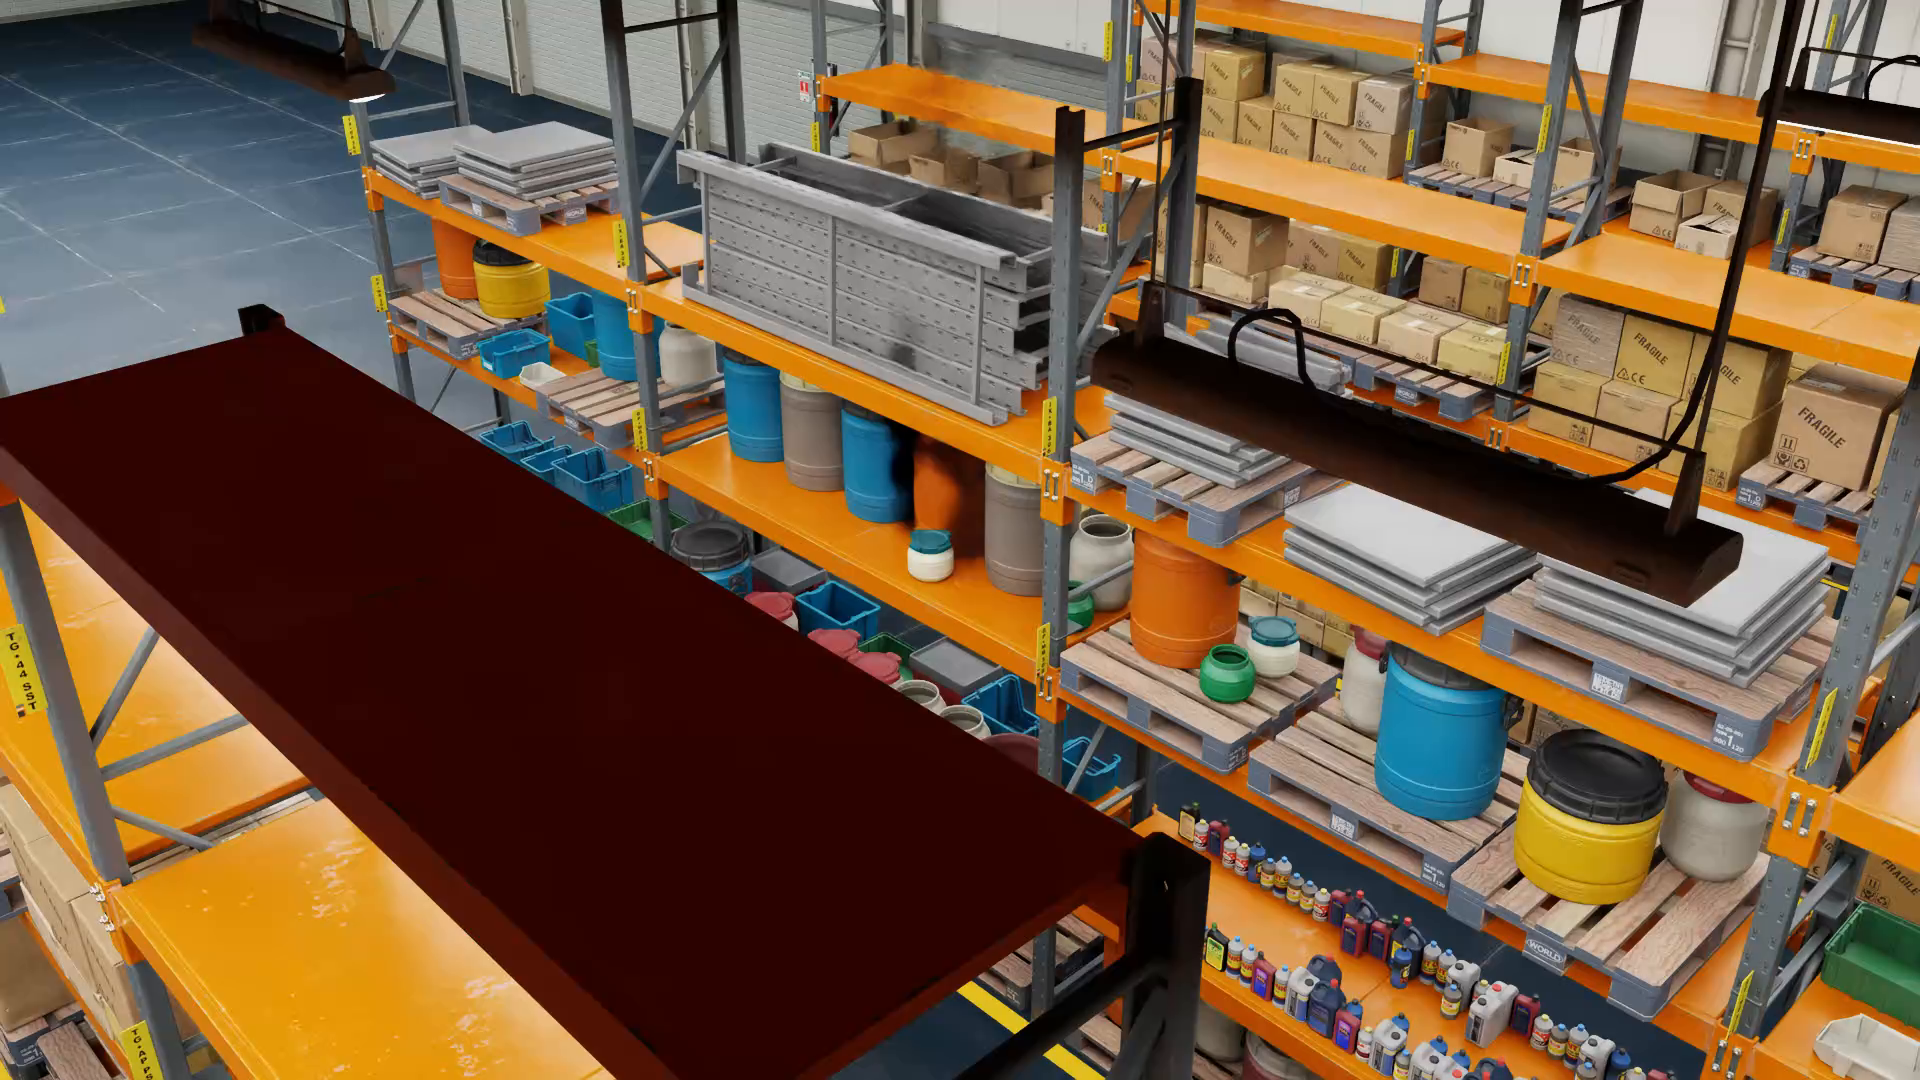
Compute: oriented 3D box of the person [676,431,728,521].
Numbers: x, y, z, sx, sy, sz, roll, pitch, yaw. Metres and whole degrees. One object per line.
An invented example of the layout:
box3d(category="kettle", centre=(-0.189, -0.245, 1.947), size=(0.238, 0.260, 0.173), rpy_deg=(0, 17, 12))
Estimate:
box3d(category="person", centre=(-2.460, -0.552, 16.111), size=(0.696, 1.714, 0.545), rpy_deg=(15, 32, 26))
